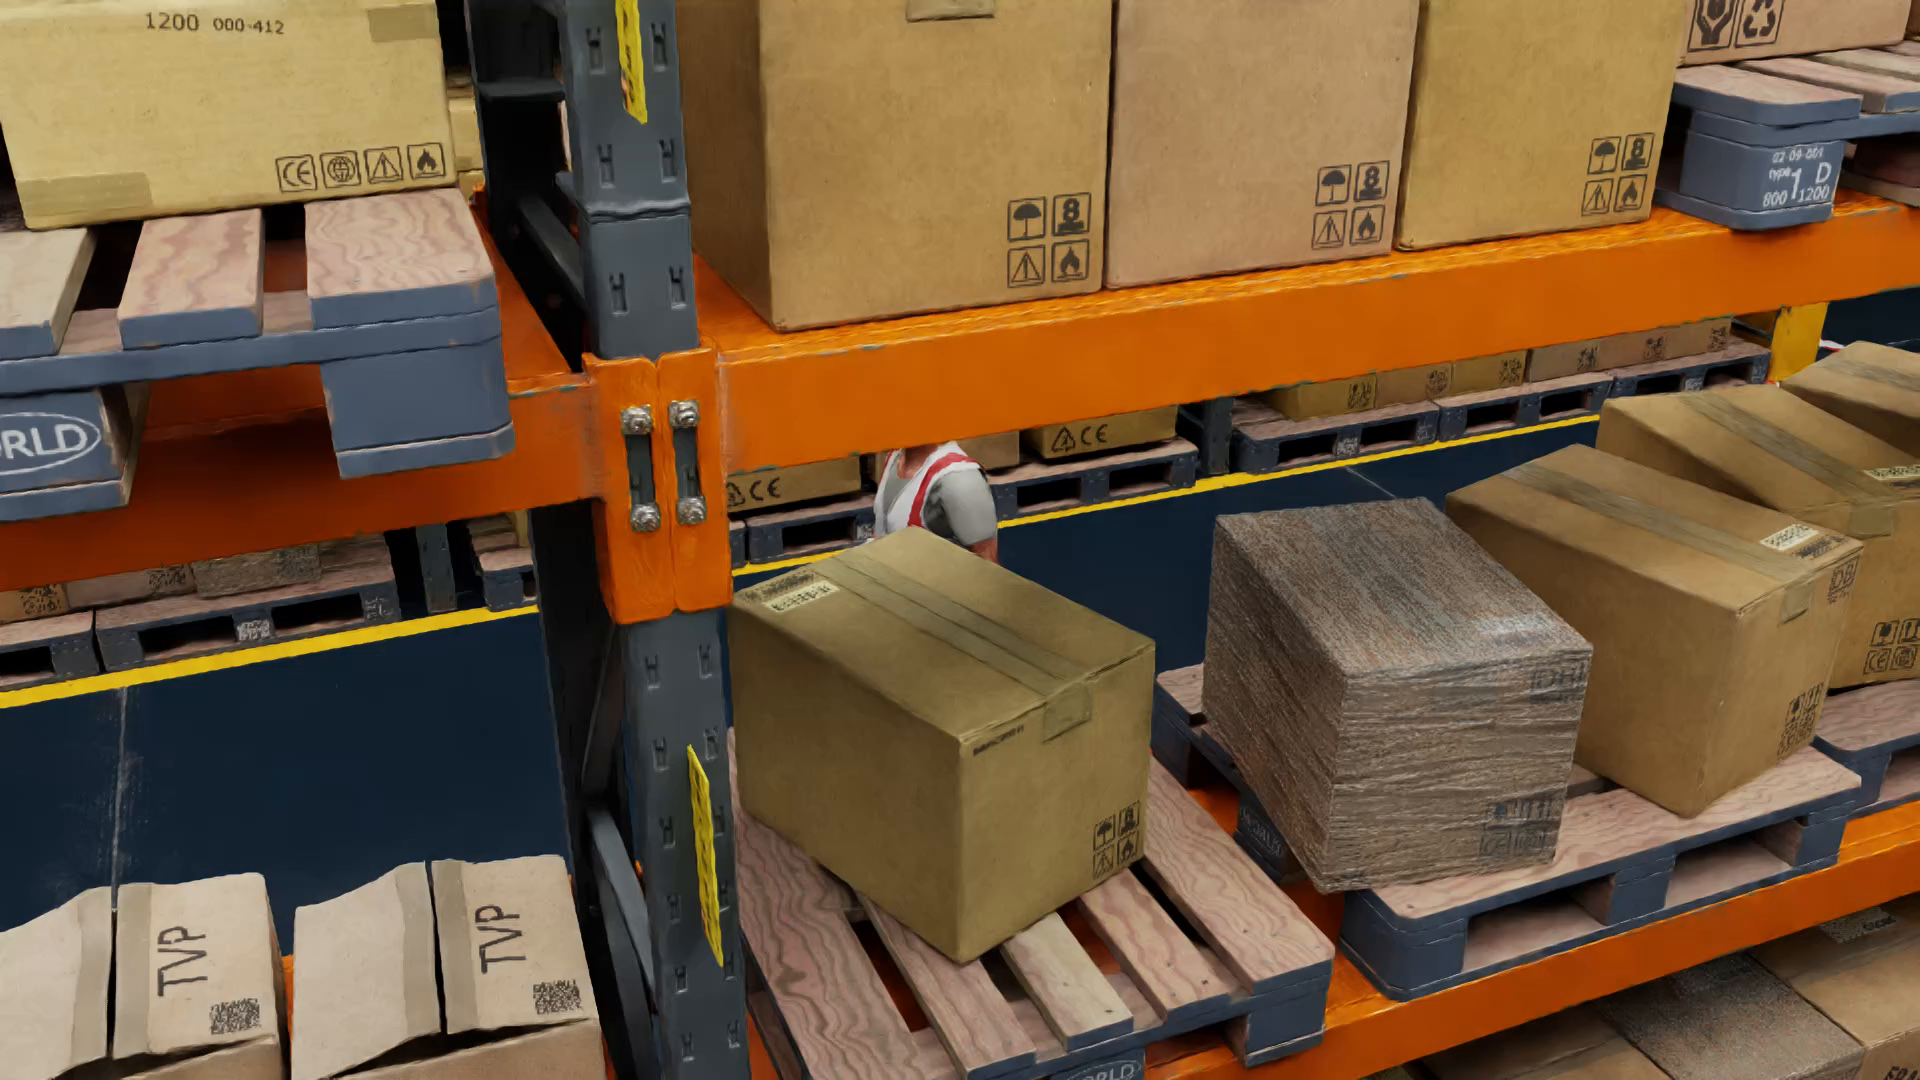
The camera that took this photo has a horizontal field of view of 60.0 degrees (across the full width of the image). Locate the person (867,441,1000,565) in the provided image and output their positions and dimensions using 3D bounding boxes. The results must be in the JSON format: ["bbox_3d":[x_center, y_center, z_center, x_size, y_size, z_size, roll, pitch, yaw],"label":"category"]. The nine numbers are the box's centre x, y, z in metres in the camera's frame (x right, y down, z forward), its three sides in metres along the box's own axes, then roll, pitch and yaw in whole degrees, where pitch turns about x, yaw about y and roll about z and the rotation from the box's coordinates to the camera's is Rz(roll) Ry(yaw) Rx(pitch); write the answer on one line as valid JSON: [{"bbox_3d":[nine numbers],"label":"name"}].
[{"bbox_3d":[-0.164,0.251,5.606,0.499,1.753,0.716,-17,31,-32],"label":"person"}]
